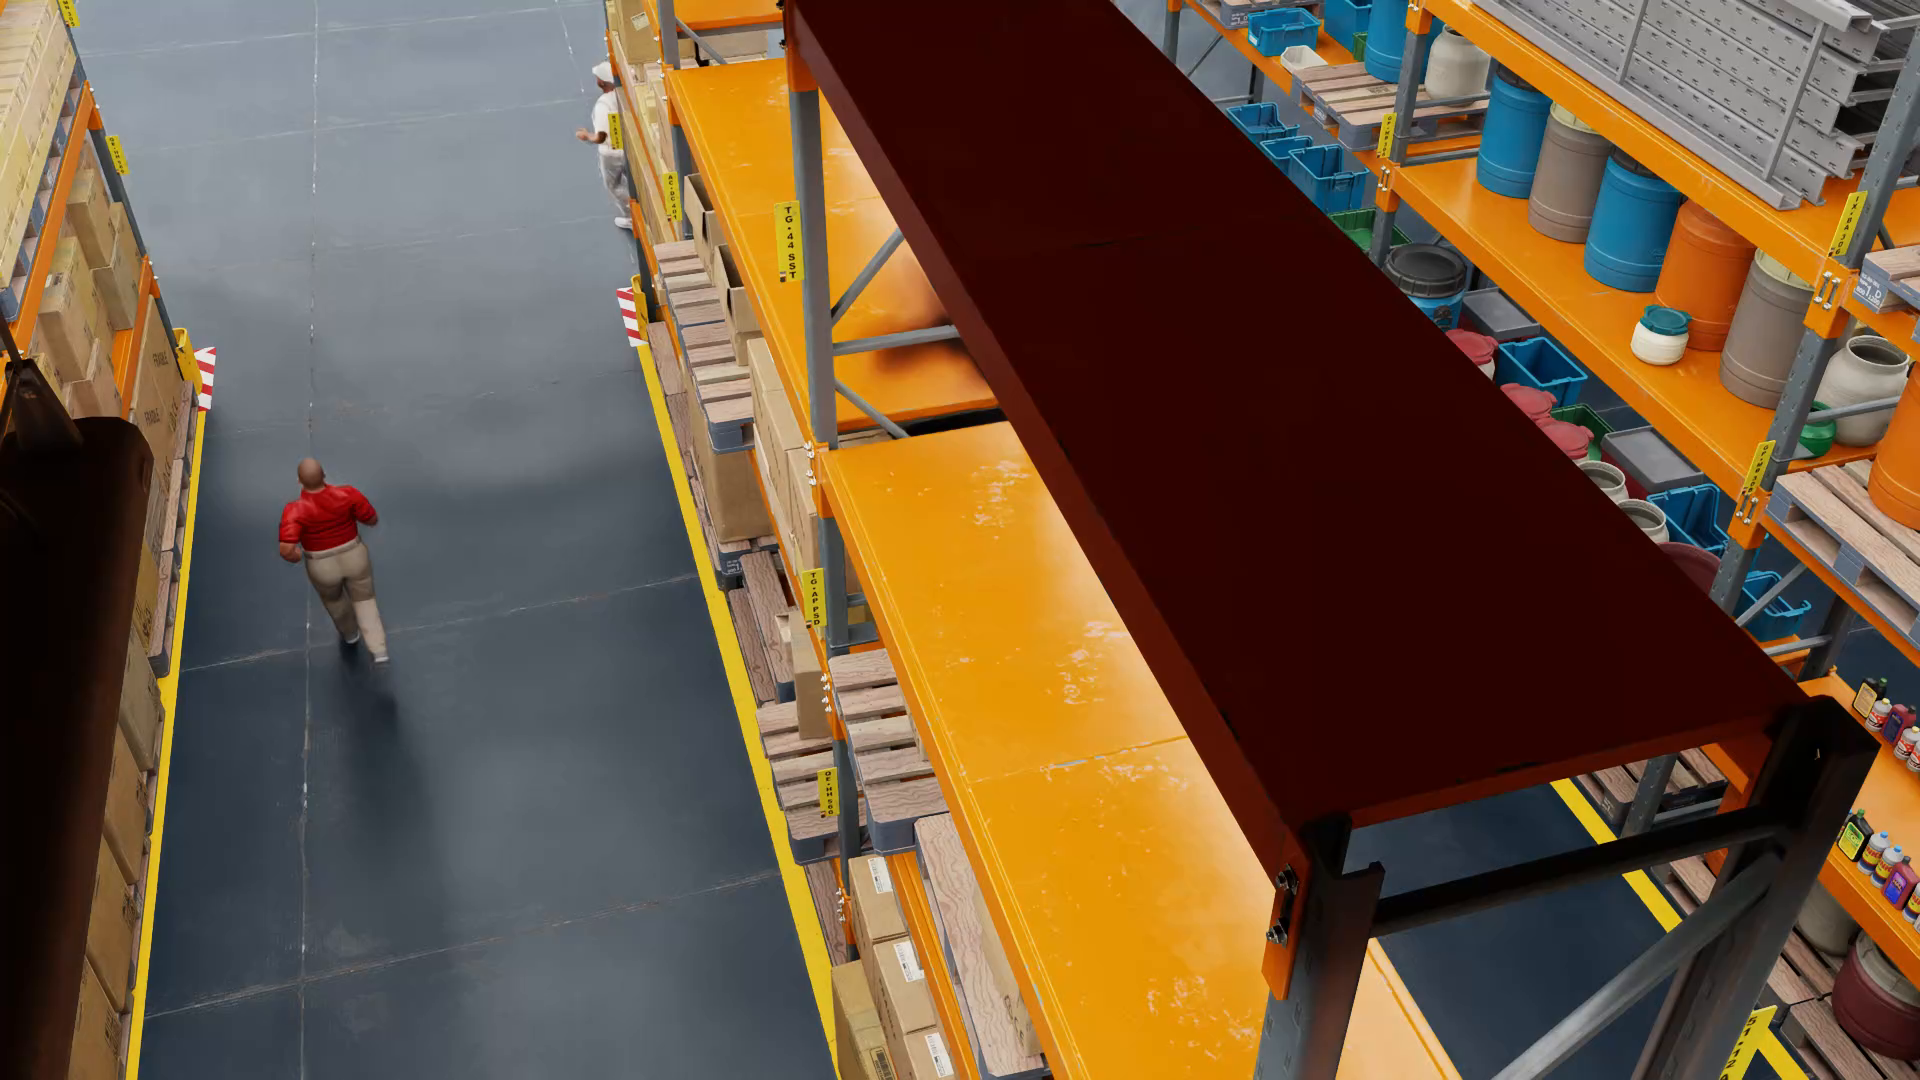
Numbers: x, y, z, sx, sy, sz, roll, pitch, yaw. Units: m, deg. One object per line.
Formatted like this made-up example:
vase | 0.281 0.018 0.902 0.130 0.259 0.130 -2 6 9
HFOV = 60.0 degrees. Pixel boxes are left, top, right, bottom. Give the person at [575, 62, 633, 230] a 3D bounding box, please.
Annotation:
person | -3.408 -3.874 16.327 0.565 1.729 0.713 15 41 18

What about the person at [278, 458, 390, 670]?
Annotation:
person | -4.201 0.166 11.228 0.664 1.725 0.954 -19 42 -22
